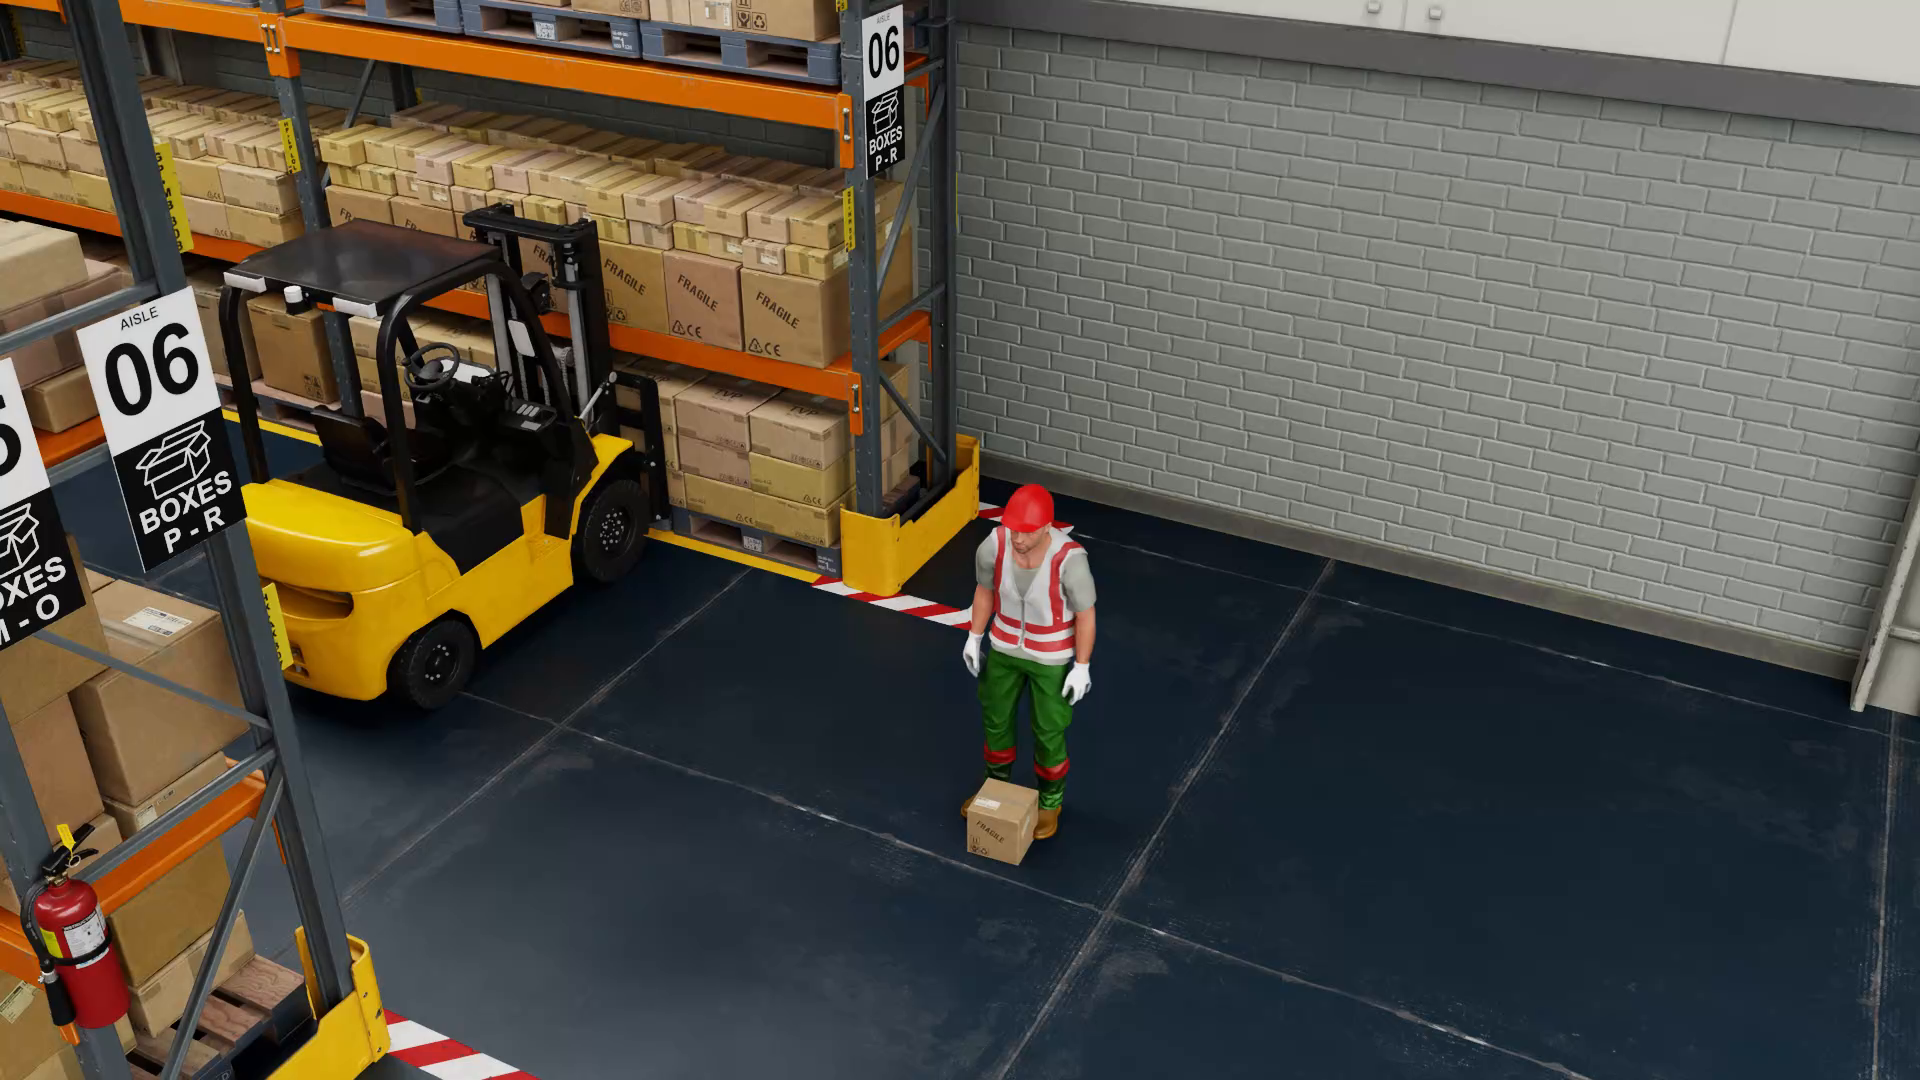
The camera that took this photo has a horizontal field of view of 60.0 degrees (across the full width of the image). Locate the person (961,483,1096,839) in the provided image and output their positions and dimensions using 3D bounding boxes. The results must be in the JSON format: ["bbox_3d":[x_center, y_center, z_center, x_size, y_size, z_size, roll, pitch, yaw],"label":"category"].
[{"bbox_3d":[0.299,0.520,7.370,0.610,1.779,0.454,14,33,23],"label":"person"}]
